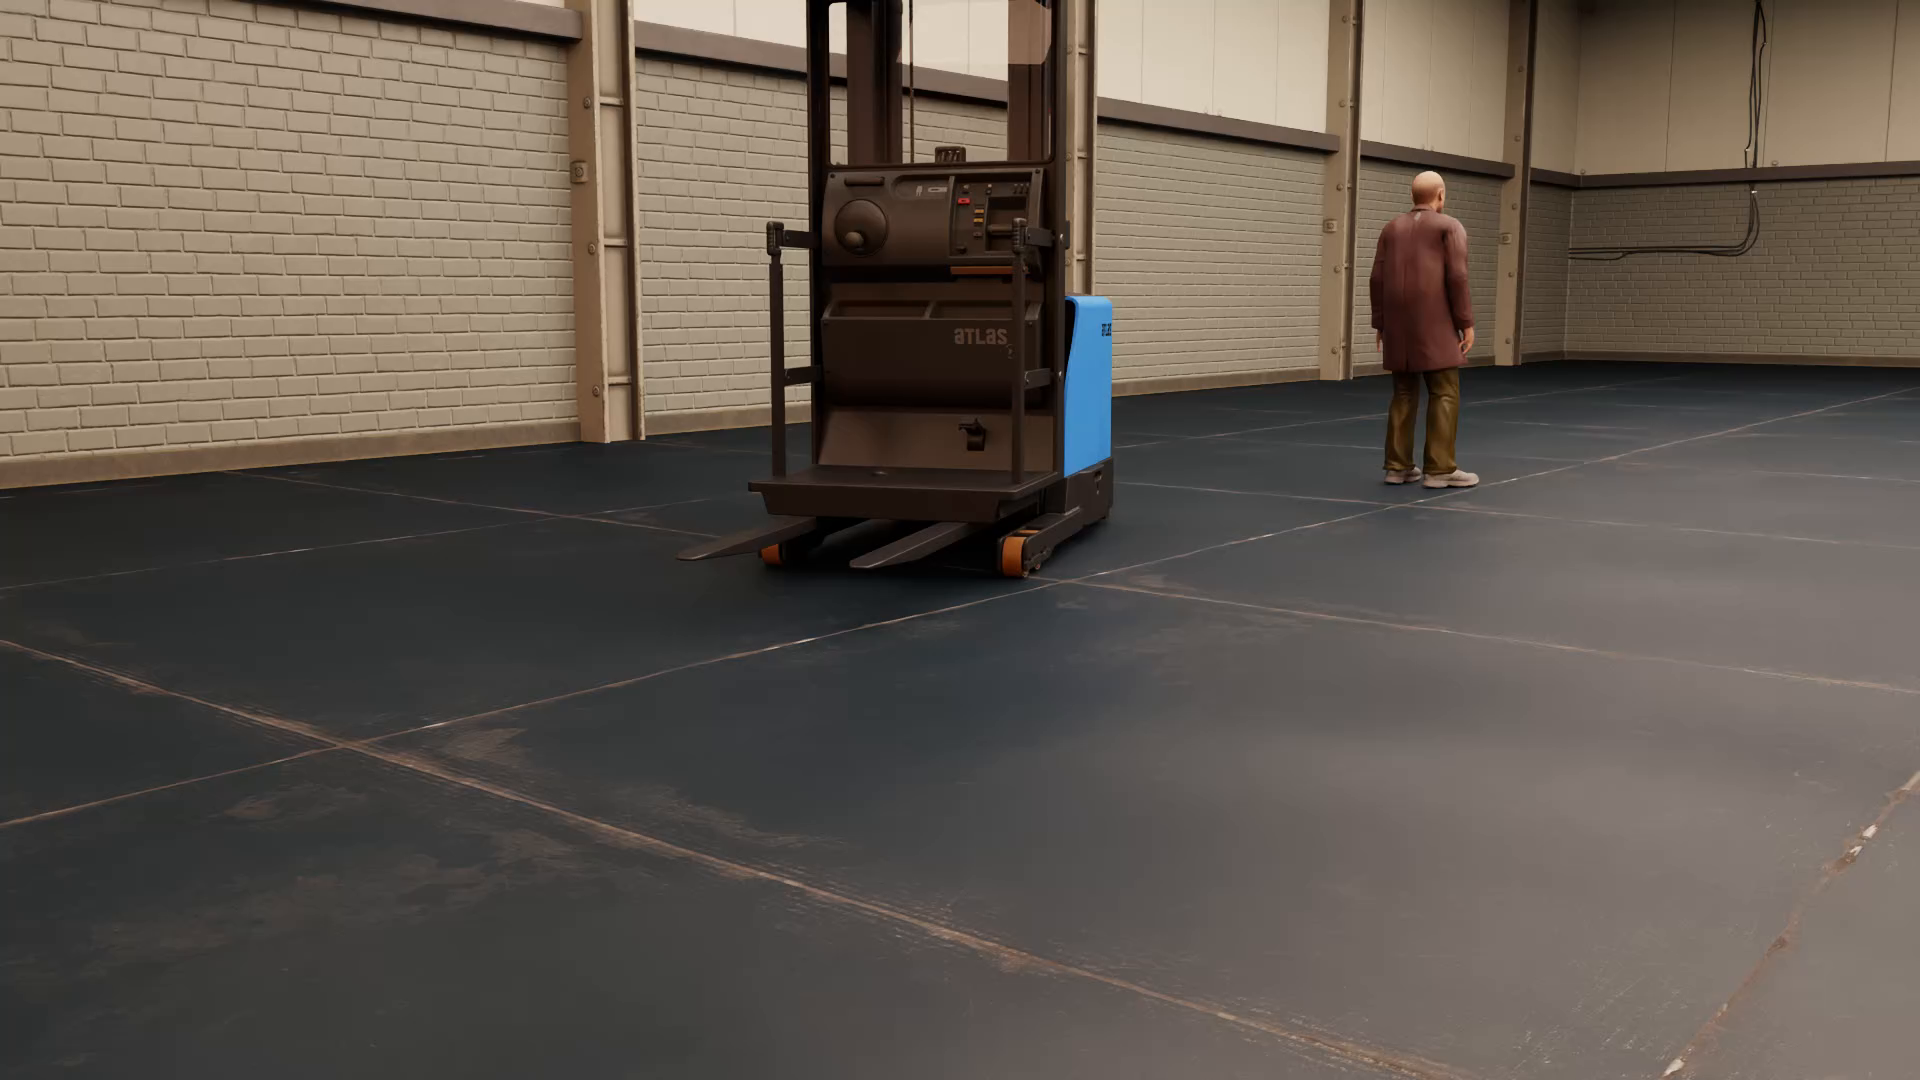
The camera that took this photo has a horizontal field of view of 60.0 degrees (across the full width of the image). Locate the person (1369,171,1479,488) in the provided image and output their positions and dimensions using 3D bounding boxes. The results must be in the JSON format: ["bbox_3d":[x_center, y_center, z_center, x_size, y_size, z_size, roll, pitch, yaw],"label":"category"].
[{"bbox_3d":[2.637,-1.201,9.487,0.433,1.773,0.652,-7,11,-41],"label":"person"}]

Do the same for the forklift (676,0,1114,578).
[{"bbox_3d":[-0.176,-1.366,6.616,1.130,2.935,3.031,3,9,17],"label":"forklift"}]
